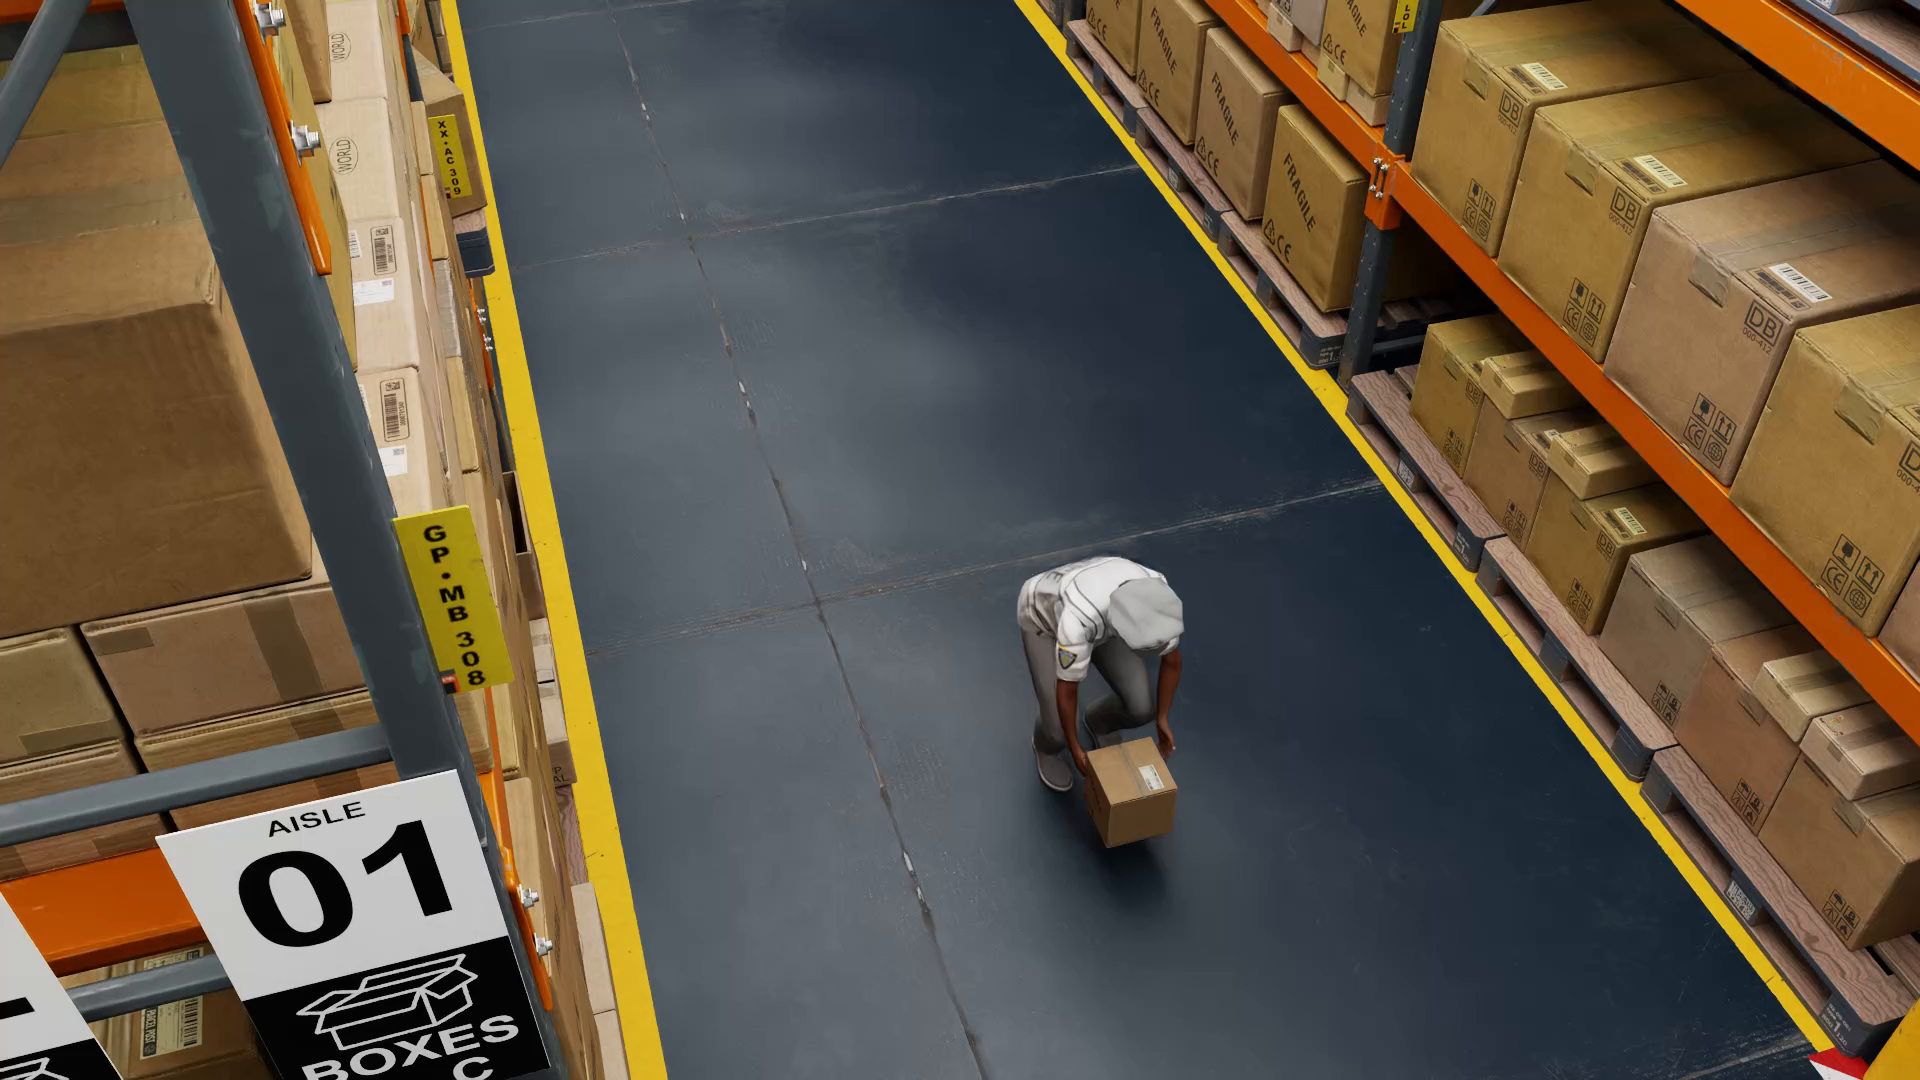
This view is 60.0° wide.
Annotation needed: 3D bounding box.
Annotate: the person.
[{"bbox_3d":[0.518,0.444,6.045,0.496,1.170,0.805,-12,44,-13],"label":"person"}]
